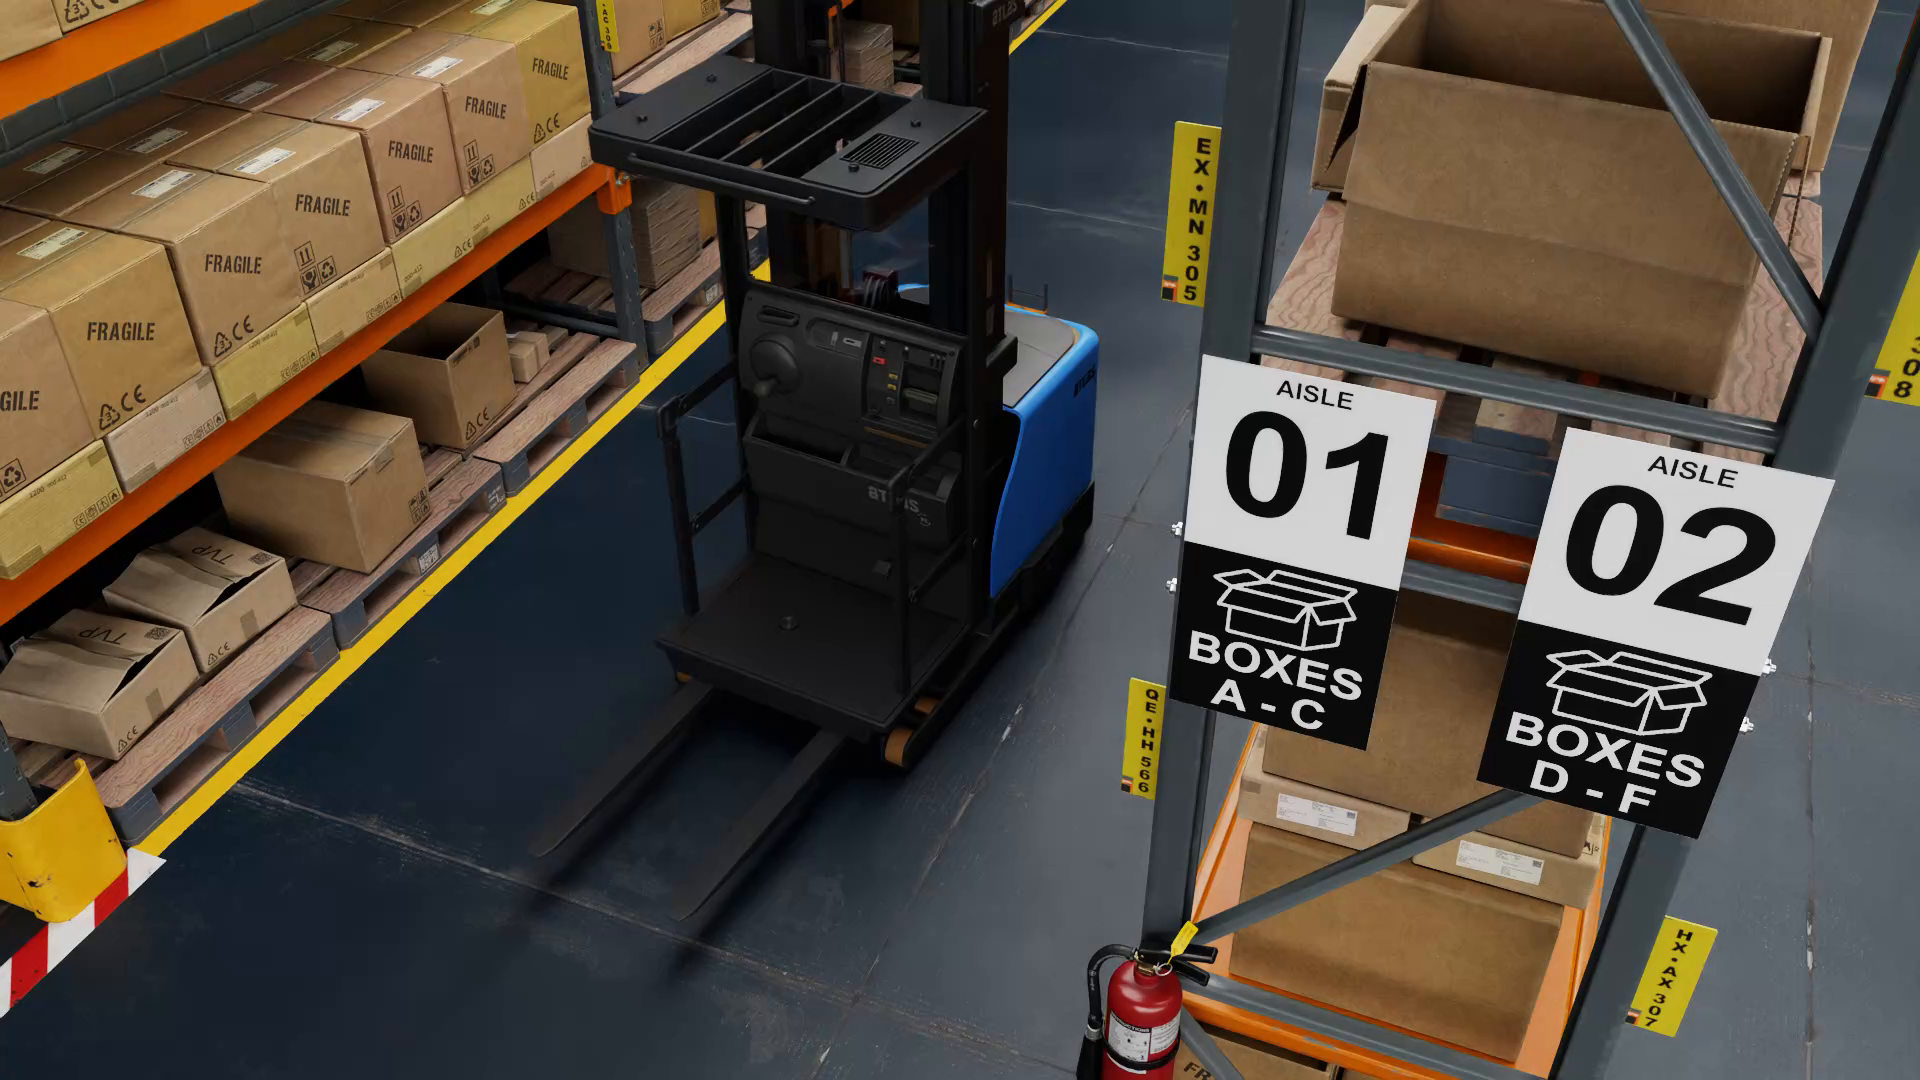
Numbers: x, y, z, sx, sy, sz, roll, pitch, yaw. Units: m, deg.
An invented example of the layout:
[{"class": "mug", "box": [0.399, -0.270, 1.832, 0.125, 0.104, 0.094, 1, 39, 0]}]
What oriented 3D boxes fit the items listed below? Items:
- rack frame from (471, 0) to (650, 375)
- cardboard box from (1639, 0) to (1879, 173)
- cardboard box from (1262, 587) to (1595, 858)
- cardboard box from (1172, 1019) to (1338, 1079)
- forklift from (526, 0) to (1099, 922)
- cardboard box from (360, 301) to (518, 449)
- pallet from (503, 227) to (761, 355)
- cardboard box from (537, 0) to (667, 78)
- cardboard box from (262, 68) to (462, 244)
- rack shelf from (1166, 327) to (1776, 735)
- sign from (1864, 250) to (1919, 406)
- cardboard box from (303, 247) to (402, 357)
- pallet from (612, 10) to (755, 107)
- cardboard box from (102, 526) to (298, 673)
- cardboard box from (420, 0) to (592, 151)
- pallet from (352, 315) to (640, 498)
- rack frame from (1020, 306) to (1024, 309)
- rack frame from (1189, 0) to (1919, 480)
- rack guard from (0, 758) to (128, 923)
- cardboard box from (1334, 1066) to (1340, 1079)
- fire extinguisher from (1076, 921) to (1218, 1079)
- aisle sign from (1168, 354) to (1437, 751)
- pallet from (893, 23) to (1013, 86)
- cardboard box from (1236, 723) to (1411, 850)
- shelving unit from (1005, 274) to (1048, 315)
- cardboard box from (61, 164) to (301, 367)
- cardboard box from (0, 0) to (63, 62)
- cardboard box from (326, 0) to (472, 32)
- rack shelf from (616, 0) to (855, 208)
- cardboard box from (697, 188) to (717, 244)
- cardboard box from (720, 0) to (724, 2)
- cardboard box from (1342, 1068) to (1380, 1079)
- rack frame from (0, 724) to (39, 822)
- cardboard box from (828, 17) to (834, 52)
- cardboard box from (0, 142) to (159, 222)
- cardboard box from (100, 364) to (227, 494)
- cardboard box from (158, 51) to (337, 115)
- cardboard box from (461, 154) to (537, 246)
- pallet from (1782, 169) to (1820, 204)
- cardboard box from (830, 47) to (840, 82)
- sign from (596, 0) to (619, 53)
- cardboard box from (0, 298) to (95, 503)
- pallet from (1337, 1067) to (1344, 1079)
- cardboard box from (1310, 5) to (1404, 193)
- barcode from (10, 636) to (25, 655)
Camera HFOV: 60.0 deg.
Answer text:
[{"class": "rack frame", "box": [-2.167, -2.225, 8.222, 1.000, 3.000, 0.127, 14, 39, 18]}, {"class": "cardboard box", "box": [1.779, -1.207, 3.803, 0.500, 0.500, 0.500, 14, 39, 18]}, {"class": "cardboard box", "box": [1.103, 0.271, 3.715, 0.700, 0.500, 0.500, 14, 39, 18]}, {"class": "cardboard box", "box": [0.823, 1.384, 4.713, 0.500, 0.500, 0.500, 14, 39, 18]}, {"class": "forklift", "box": [-0.527, -0.591, 6.092, 1.130, 2.935, 3.031, 18, 40, 22]}, {"class": "cardboard box", "box": [-2.525, -0.816, 8.057, 0.500, 0.500, 0.500, 11, 38, 14]}, {"class": "pallet", "box": [-1.872, -1.540, 9.634, 1.003, 0.211, 1.213, 14, 39, 18]}, {"class": "cardboard box", "box": [-1.942, -2.716, 8.427, 0.700, 0.500, 0.500, 14, 39, 18]}, {"class": "cardboard box", "box": [-2.447, -1.587, 6.850, 0.500, 0.500, 0.500, 13, 39, 16]}, {"class": "rack shelf", "box": [1.655, -0.905, 4.551, 1.077, 0.370, 4.000, 14, 39, 18]}, {"class": "sign", "box": [1.405, -0.338, 2.395, 0.100, 0.325, 0.005, 14, 39, 18]}, {"class": "cardboard box", "box": [-2.631, -1.007, 6.701, 0.500, 0.250, 0.500, 14, 39, 18]}, {"class": "pallet", "box": [-1.741, -2.538, 8.801, 1.003, 0.211, 1.213, 14, 39, 18]}, {"class": "cardboard box", "box": [-3.125, 0.212, 6.839, 0.500, 0.311, 0.500, 17, 40, 21]}, {"class": "cardboard box", "box": [-2.061, -2.141, 7.592, 0.500, 0.500, 0.500, 14, 39, 18]}, {"class": "pallet", "box": [-2.390, -0.728, 8.548, 1.003, 0.211, 1.213, 14, 39, 18]}, {"class": "rack frame", "box": [0.196, -0.640, 7.729, 0.200, 1.050, 0.008, 18, 40, 22]}, {"class": "rack frame", "box": [0.894, -1.287, 1.956, 1.000, 3.000, 0.127, 14, 39, 18]}, {"class": "rack guard", "box": [-3.660, 0.949, 6.063, 1.175, 0.500, 0.348, 14, 39, 18]}, {"class": "cardboard box", "box": [0.825, 1.685, 4.937, 0.500, 0.250, 0.500, 14, 39, 18]}, {"class": "fire extinguisher", "box": [0.419, 1.106, 3.829, 0.296, 0.674, 0.183, 14, 39, 18]}, {"class": "aisle sign", "box": [0.597, 0.044, 3.014, 0.394, 0.787, 0.004, 14, 39, 18]}, {"class": "pallet", "box": [-0.275, -3.742, 12.580, 1.003, 0.211, 1.213, 14, 39, 18]}, {"class": "cardboard box", "box": [0.863, 0.561, 3.869, 0.380, 0.149, 0.250, 13, 39, 17]}, {"class": "shelving unit", "box": [0.254, -0.704, 7.815, 0.215, 1.050, 0.252, 18, 40, 22]}, {"class": "cardboard box", "box": [-2.829, -1.011, 6.079, 0.500, 0.500, 0.500, 13, 39, 16]}, {"class": "cardboard box", "box": [-3.093, -1.678, 4.883, 0.500, 0.500, 0.500, 16, 40, 21]}, {"class": "cardboard box", "box": [-2.539, -2.261, 7.752, 0.500, 0.500, 0.500, 13, 39, 17]}, {"class": "rack shelf", "box": [-1.406, -3.044, 9.918, 1.077, 0.370, 4.000, 14, 39, 18]}, {"class": "cardboard box", "box": [-1.752, -2.109, 9.787, 0.700, 0.500, 0.500, 13, 39, 17]}, {"class": "cardboard box", "box": [-1.501, -3.395, 9.336, 0.700, 0.500, 0.500, 19, 41, 24]}, {"class": "cardboard box", "box": [1.304, 1.803, 4.779, 0.500, 0.250, 0.500, 14, 39, 18]}, {"class": "rack frame", "box": [-3.689, -0.011, 5.259, 1.000, 3.000, 0.127, 14, 39, 18]}, {"class": "cardboard box", "box": [-1.145, -3.203, 10.624, 0.500, 0.250, 0.500, 15, 39, 19]}, {"class": "cardboard box", "box": [-3.312, -1.132, 6.241, 0.500, 0.500, 0.500, 13, 39, 17]}, {"class": "cardboard box", "box": [-3.025, -0.447, 5.951, 0.500, 0.250, 0.500, 13, 39, 16]}, {"class": "cardboard box", "box": [-2.934, -1.701, 7.002, 0.500, 0.500, 0.500, 15, 39, 19]}, {"class": "cardboard box", "box": [-2.264, -1.568, 7.451, 0.500, 0.250, 0.500, 14, 39, 18]}, {"class": "pallet", "box": [1.650, -1.114, 4.303, 1.003, 0.211, 1.213, 14, 39, 18]}, {"class": "cardboard box", "box": [-1.174, -2.946, 10.906, 0.700, 0.500, 0.500, 14, 39, 18]}, {"class": "sign", "box": [-1.662, -2.453, 7.803, 0.100, 0.325, 0.005, 14, 39, 18]}, {"class": "cardboard box", "box": [-3.229, -0.455, 5.335, 0.500, 0.500, 0.500, 14, 39, 18]}, {"class": "pallet", "box": [1.146, 1.800, 5.166, 1.003, 0.211, 1.213, 14, 39, 18]}, {"class": "cardboard box", "box": [1.088, -0.948, 3.664, 0.500, 0.250, 0.500, 14, 39, 18]}, {"class": "barcode", "box": [-3.705, 0.423, 6.550, 0.001, 0.075, 0.075, 14, 39, 18]}]
